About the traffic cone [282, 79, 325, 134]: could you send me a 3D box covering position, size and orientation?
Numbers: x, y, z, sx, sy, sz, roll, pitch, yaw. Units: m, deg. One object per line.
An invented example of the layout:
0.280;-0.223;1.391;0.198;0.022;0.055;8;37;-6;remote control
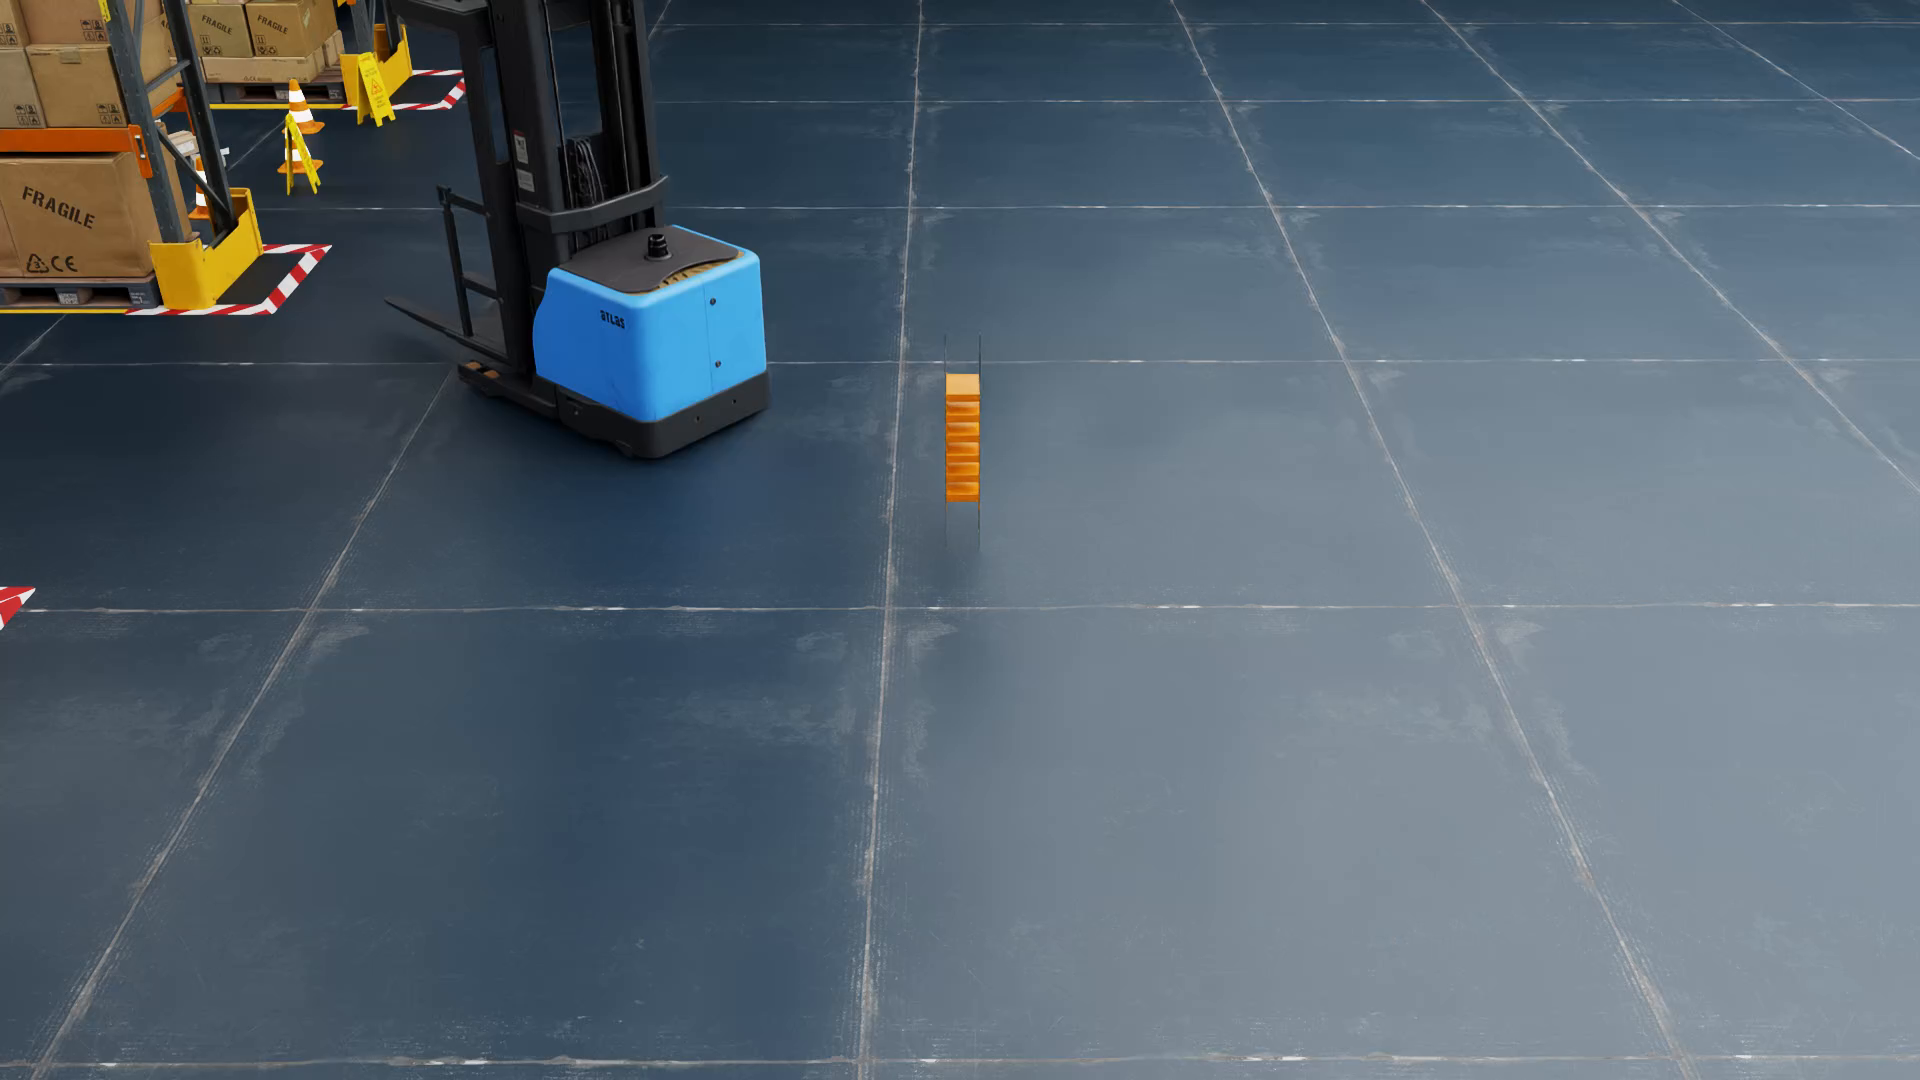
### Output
-6.162;-4.058;15.492;0.334;0.463;0.336;0;31;0;traffic cone

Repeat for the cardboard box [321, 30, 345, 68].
-6.548;-4.958;16.775;0.500;0.250;0.500;0;31;-1;cardboard box

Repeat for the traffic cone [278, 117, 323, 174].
-5.816;-3.483;14.544;0.334;0.463;0.336;0;31;0;traffic cone

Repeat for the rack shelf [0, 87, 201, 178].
-7.609;-2.932;11.883;4.000;0.370;1.077;0;31;0;rack shelf

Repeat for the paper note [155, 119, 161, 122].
-7.644;-3.949;15.729;0.148;0.019;0.142;-11;33;-17;paper note

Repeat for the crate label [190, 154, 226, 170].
-6.601;-3.309;14.572;0.298;0.136;0.250;-17;35;-26;crate label

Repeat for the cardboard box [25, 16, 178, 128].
-5.980;-3.285;11.628;0.550;0.550;0.875;0;31;0;cardboard box

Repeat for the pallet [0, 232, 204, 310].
-6.408;-2.010;12.360;1.213;0.211;1.003;0;31;0;pallet

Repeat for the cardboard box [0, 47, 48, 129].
-6.530;-3.272;11.606;0.550;0.550;0.875;0;31;0;cardboard box

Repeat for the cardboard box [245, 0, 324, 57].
-6.540;-4.999;16.121;0.500;0.500;0.500;0;31;0;cardboard box

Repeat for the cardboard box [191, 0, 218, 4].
-7.158;-5.242;15.895;0.250;0.149;0.380;0;31;1;cardboard box

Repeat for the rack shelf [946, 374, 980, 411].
0.014;-0.783;8.775;0.180;0.103;0.258;0;31;0;rack shelf

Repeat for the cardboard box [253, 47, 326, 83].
-6.571;-4.674;16.309;0.500;0.250;0.500;0;31;-1;cardboard box

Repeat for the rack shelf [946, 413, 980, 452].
0.014;-0.578;8.900;0.180;0.103;0.258;0;31;0;rack shelf

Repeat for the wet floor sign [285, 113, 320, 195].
-5.592;-3.266;14.011;0.232;0.644;0.267;-5;32;-9;wet floor sign

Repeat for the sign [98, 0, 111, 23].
-5.620;-3.560;10.881;0.005;0.325;0.100;0;31;0;sign

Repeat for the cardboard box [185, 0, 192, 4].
-7.421;-5.242;15.895;0.250;0.149;0.380;1;31;2;cardboard box

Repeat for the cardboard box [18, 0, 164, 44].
-5.980;-3.790;11.419;0.550;0.550;0.875;0;31;0;cardboard box

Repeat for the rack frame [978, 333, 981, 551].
0.106;-0.513;8.939;0.006;1.200;0.240;0;31;0;rack frame

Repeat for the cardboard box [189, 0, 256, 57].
-7.061;-4.996;16.116;0.500;0.500;0.500;1;31;2;cardboard box

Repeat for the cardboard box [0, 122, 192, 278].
-6.287;-2.480;12.089;0.875;0.875;0.875;0;31;0;cardboard box

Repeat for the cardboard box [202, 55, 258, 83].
-7.065;-4.677;16.313;0.500;0.250;0.500;0;31;0;cardboard box

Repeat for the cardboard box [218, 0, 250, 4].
-6.906;-5.241;15.894;0.250;0.149;0.380;1;31;1;cardboard box

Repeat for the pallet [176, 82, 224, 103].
-7.846;-4.634;16.684;1.213;0.211;1.003;0;31;0;pallet

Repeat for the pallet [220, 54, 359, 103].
-6.629;-4.636;16.688;1.213;0.211;1.003;0;31;0;pallet

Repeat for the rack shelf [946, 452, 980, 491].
0.014;-0.372;9.024;0.180;0.103;0.258;0;31;0;rack shelf

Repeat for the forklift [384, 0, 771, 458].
-2.649;-2.370;10.331;3.031;2.935;1.130;24;38;33;forklift

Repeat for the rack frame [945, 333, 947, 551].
-0.077;-0.513;8.938;0.006;1.200;0.240;0;31;0;rack frame

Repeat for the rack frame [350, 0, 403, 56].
-5.740;-5.813;15.939;0.127;3.000;1.000;0;31;0;rack frame

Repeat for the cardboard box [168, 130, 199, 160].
-7.038;-3.542;14.944;0.250;0.149;0.380;16;35;25;cardboard box

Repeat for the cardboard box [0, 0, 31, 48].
-6.530;-3.740;11.338;0.550;0.550;0.875;0;31;0;cardboard box

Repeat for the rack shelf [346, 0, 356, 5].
-7.740;-5.499;16.115;4.000;0.370;1.077;0;31;0;rack shelf

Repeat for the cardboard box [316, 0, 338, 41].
-6.572;-5.278;16.580;0.500;0.500;0.500;-1;31;-2;cardboard box

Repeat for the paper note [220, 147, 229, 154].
-6.673;-3.508;15.002;0.142;0.019;0.148;-11;33;-17;paper note

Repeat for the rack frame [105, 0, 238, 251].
-5.609;-3.245;11.707;0.127;3.000;1.000;0;31;0;rack frame

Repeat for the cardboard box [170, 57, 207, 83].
-7.588;-4.673;16.305;0.500;0.250;0.500;-1;31;-2;cardboard box

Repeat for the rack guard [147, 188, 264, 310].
-5.585;-2.177;12.356;0.348;0.500;1.175;0;31;0;rack guard

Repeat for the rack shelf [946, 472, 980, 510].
0.014;-0.270;9.086;0.180;0.103;0.258;0;31;0;rack shelf

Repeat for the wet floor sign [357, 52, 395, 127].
-5.544;-4.252;15.635;0.232;0.644;0.267;10;33;17;wet floor sign

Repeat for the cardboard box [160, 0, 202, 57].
-7.566;-4.998;16.119;0.500;0.500;0.500;-1;31;-1;cardboard box

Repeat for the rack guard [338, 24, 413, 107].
-5.816;-4.744;16.587;0.348;0.500;1.175;0;31;0;rack guard

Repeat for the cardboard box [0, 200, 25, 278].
-7.167;-2.476;12.083;0.875;0.875;0.875;-1;31;-1;cardboard box

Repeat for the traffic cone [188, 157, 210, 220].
-6.149;-2.896;13.576;0.334;0.463;0.336;0;31;0;traffic cone

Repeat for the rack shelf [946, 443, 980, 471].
0.014;-0.475;8.962;0.180;0.103;0.258;0;31;0;rack shelf

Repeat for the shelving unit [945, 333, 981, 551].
0.014;-0.513;8.939;0.189;1.200;0.258;0;31;0;shelving unit

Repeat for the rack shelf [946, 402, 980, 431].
0.014;-0.680;8.837;0.180;0.103;0.258;0;31;0;rack shelf

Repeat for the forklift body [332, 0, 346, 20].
-7.659;-7.072;18.833;1.214;2.155;2.313;0;31;0;forklift body
